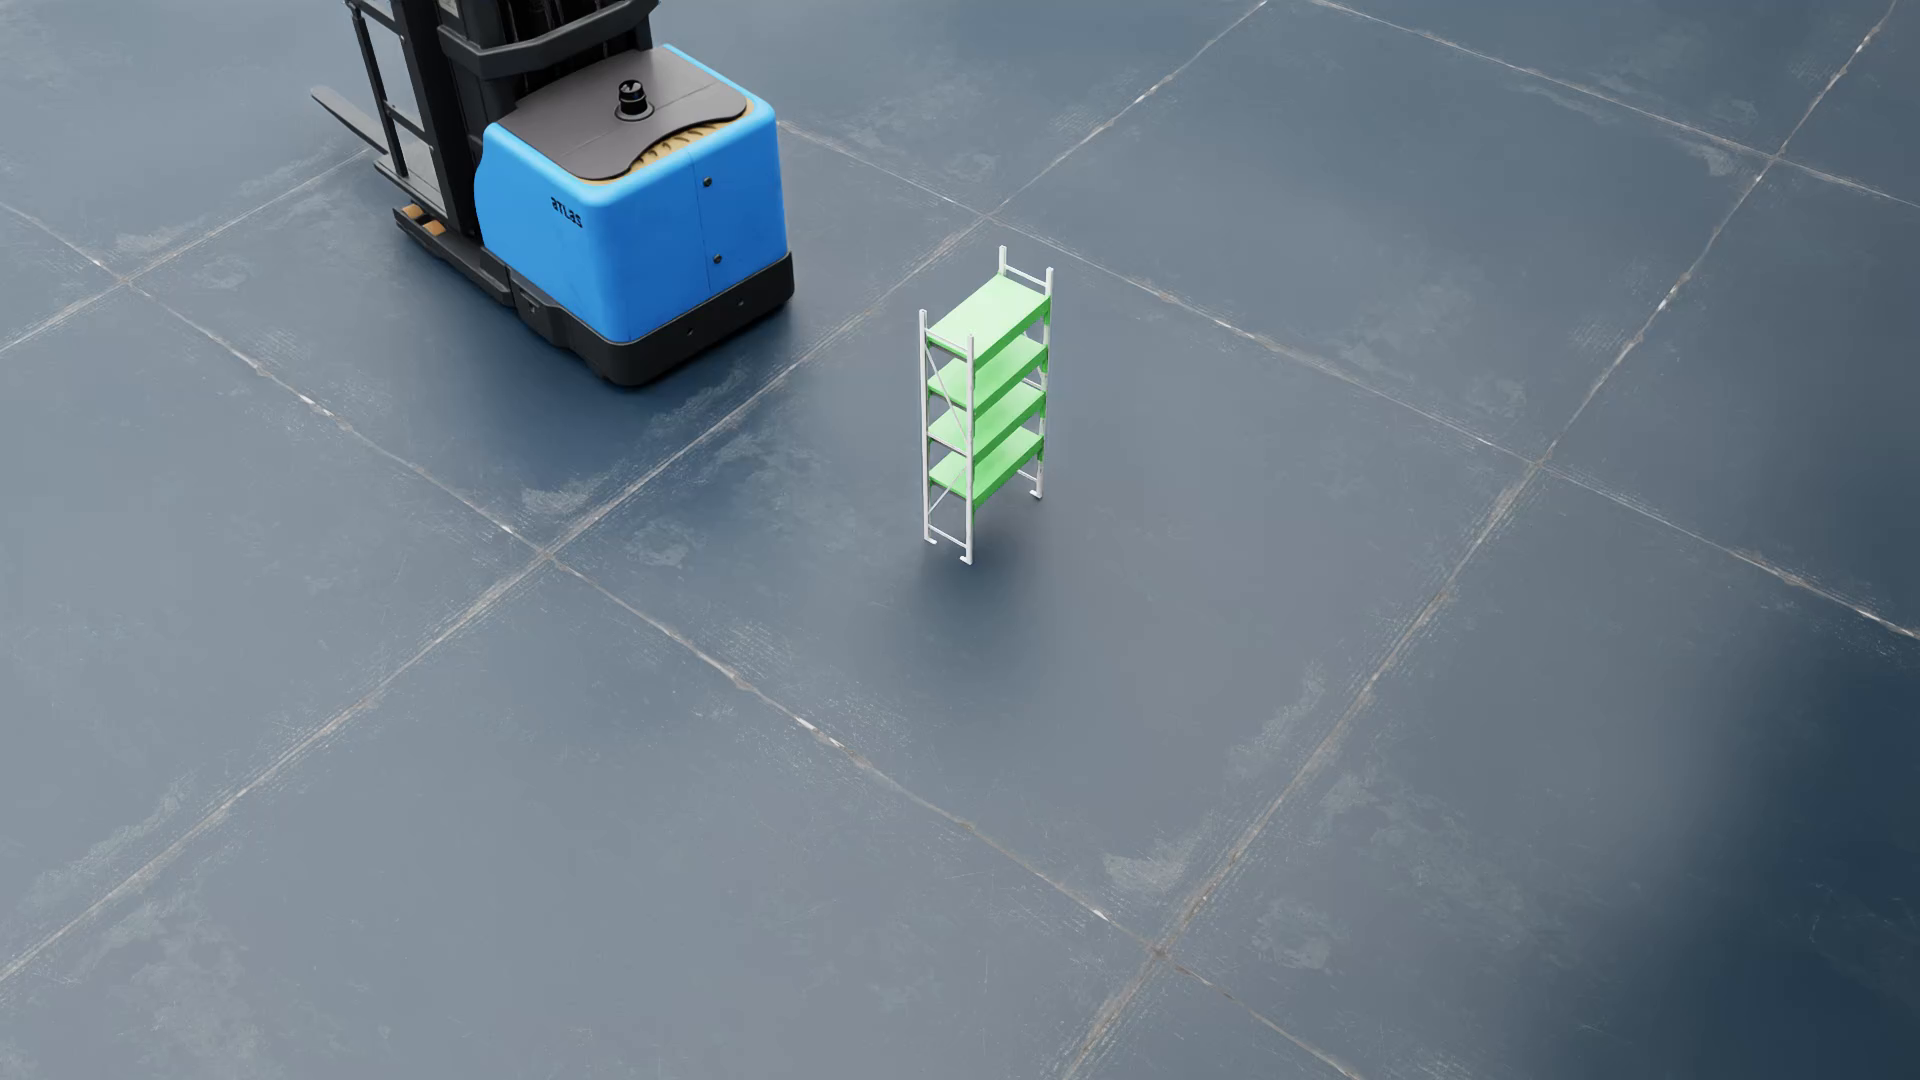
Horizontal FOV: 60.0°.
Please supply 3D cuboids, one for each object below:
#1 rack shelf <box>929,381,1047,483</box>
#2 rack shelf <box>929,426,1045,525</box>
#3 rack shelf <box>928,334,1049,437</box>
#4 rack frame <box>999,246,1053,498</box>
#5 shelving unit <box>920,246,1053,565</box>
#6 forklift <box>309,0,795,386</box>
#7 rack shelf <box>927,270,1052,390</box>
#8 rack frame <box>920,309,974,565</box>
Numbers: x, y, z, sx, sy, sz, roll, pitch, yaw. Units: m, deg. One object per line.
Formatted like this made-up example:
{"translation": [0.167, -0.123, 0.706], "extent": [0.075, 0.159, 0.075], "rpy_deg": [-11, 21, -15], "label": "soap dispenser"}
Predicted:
{"translation": [0.101, -0.465, 6.618], "extent": [0.258, 0.148, 0.480], "rpy_deg": [29, 53, 25], "label": "rack shelf"}
{"translation": [0.101, -0.299, 6.791], "extent": [0.258, 0.148, 0.480], "rpy_deg": [29, 53, 25], "label": "rack shelf"}
{"translation": [0.101, -0.631, 6.444], "extent": [0.258, 0.148, 0.480], "rpy_deg": [29, 53, 25], "label": "rack shelf"}
{"translation": [0.250, -0.649, 6.705], "extent": [0.240, 1.200, 0.015], "rpy_deg": [29, 53, 25], "label": "rack frame"}
{"translation": [0.101, -0.509, 6.571], "extent": [0.258, 1.200, 0.503], "rpy_deg": [29, 53, 25], "label": "shelving unit"}
{"translation": [-2.185, -2.667, 7.435], "extent": [1.130, 2.935, 3.031], "rpy_deg": [-36, 56, -29], "label": "forklift"}
{"translation": [0.101, -0.797, 6.270], "extent": [0.258, 0.148, 0.480], "rpy_deg": [29, 53, 25], "label": "rack shelf"}
{"translation": [-0.048, -0.370, 6.438], "extent": [0.240, 1.200, 0.015], "rpy_deg": [29, 53, 25], "label": "rack frame"}
